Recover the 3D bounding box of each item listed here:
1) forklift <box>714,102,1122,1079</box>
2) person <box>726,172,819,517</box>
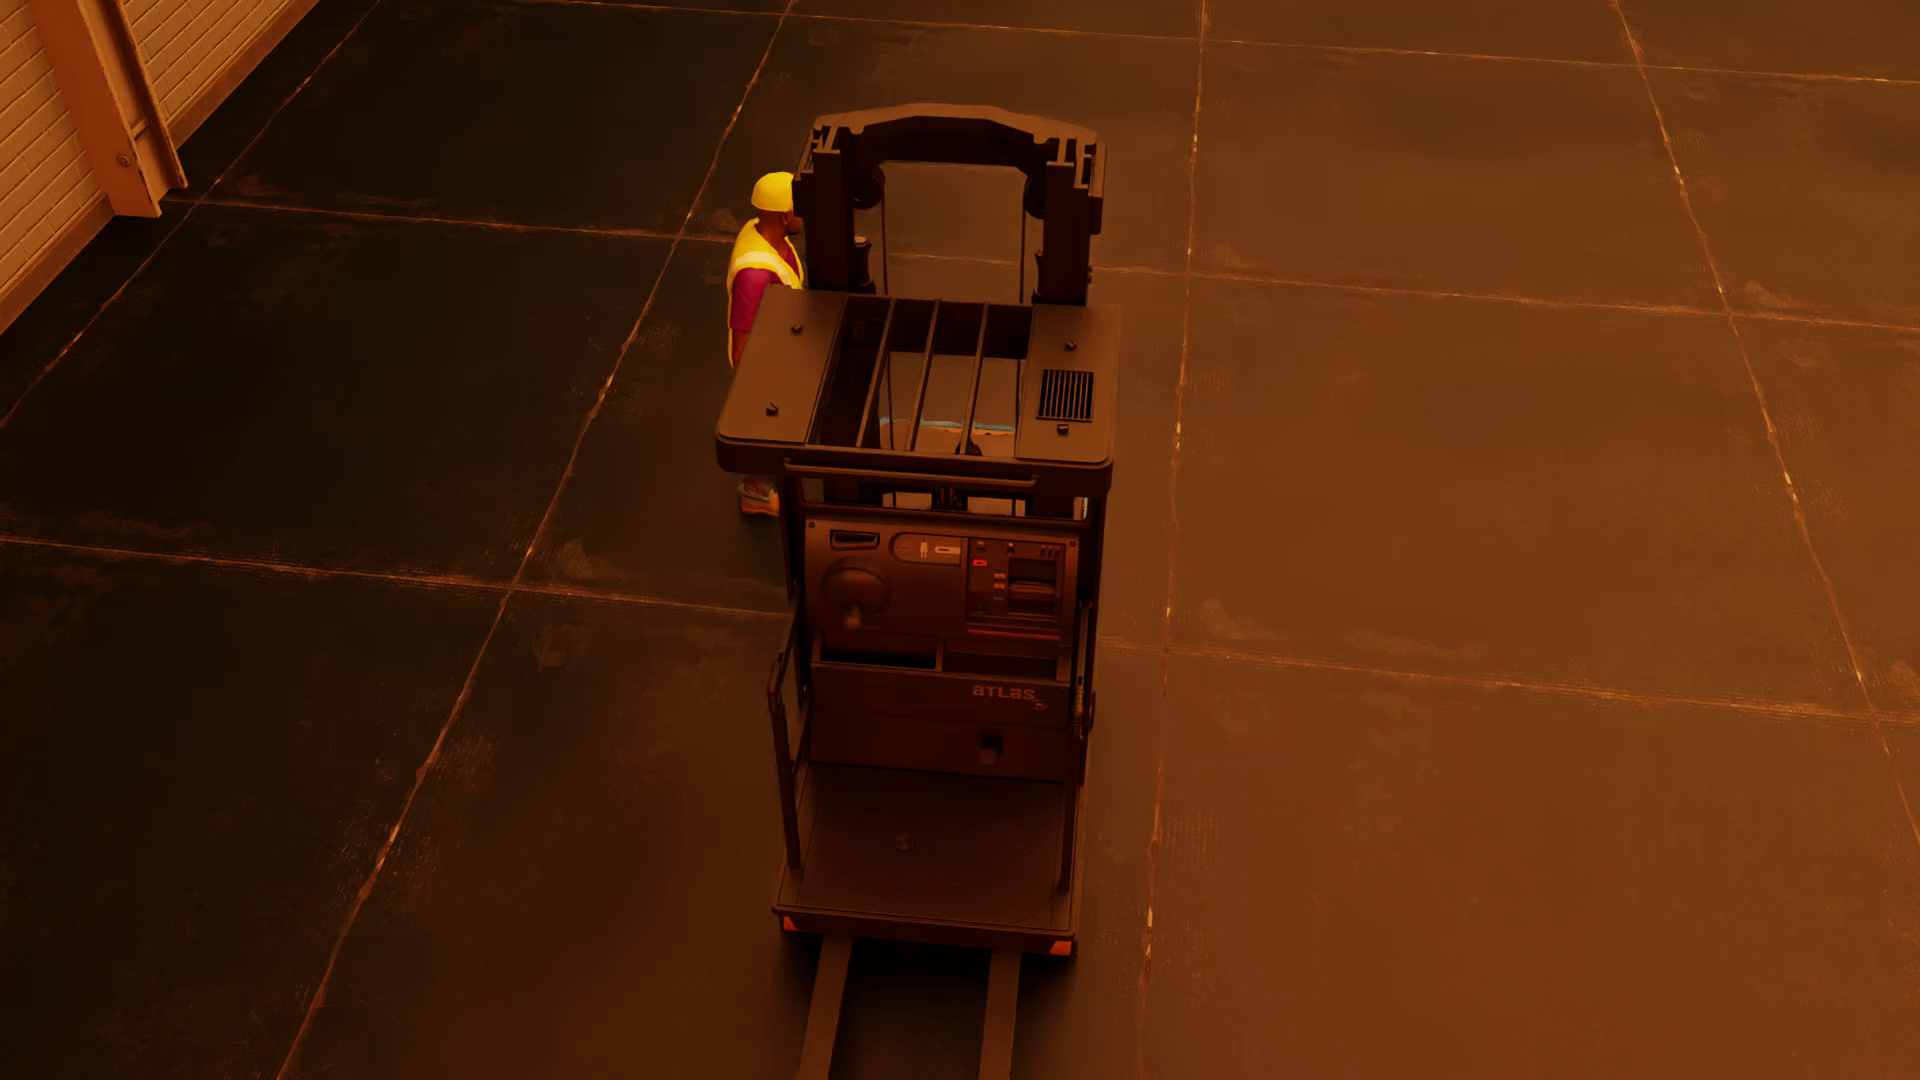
[{"bbox_3d":[-0.086,0.218,5.487,1.130,2.935,3.031,4,43,4],"label":"forklift"},{"bbox_3d":[-0.844,-0.881,7.581,0.468,1.733,0.889,-1,43,-1],"label":"person"}]
